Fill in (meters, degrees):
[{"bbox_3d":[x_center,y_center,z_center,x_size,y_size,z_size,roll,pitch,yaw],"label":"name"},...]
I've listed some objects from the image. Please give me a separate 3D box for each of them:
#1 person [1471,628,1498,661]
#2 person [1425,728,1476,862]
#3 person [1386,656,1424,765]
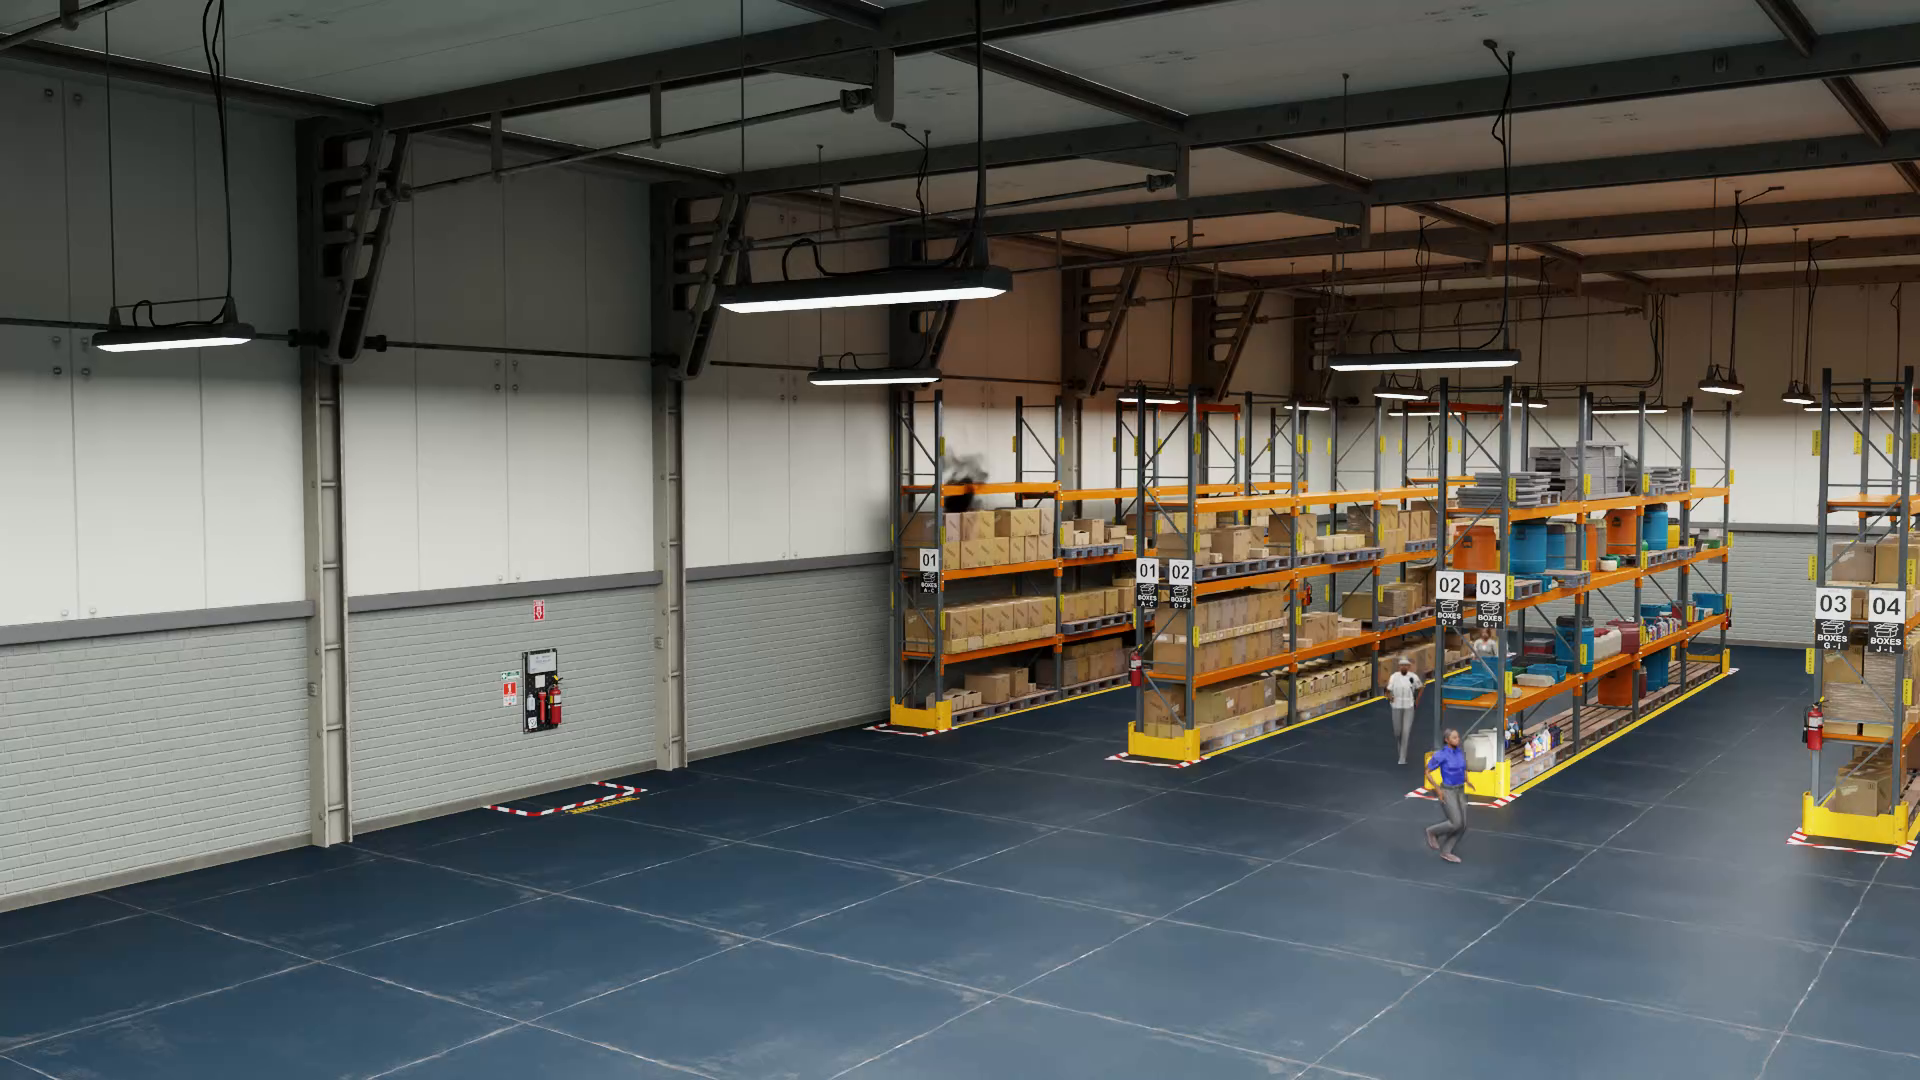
[{"bbox_3d":[10.043,2.445,31.823,0.537,1.560,0.549,1,3,22],"label":"person"},{"bbox_3d":[5.928,3.074,20.038,0.584,1.613,0.557,-2,4,-33],"label":"person"},{"bbox_3d":[7.060,2.676,26.438,0.579,1.692,0.851,1,3,20],"label":"person"}]
